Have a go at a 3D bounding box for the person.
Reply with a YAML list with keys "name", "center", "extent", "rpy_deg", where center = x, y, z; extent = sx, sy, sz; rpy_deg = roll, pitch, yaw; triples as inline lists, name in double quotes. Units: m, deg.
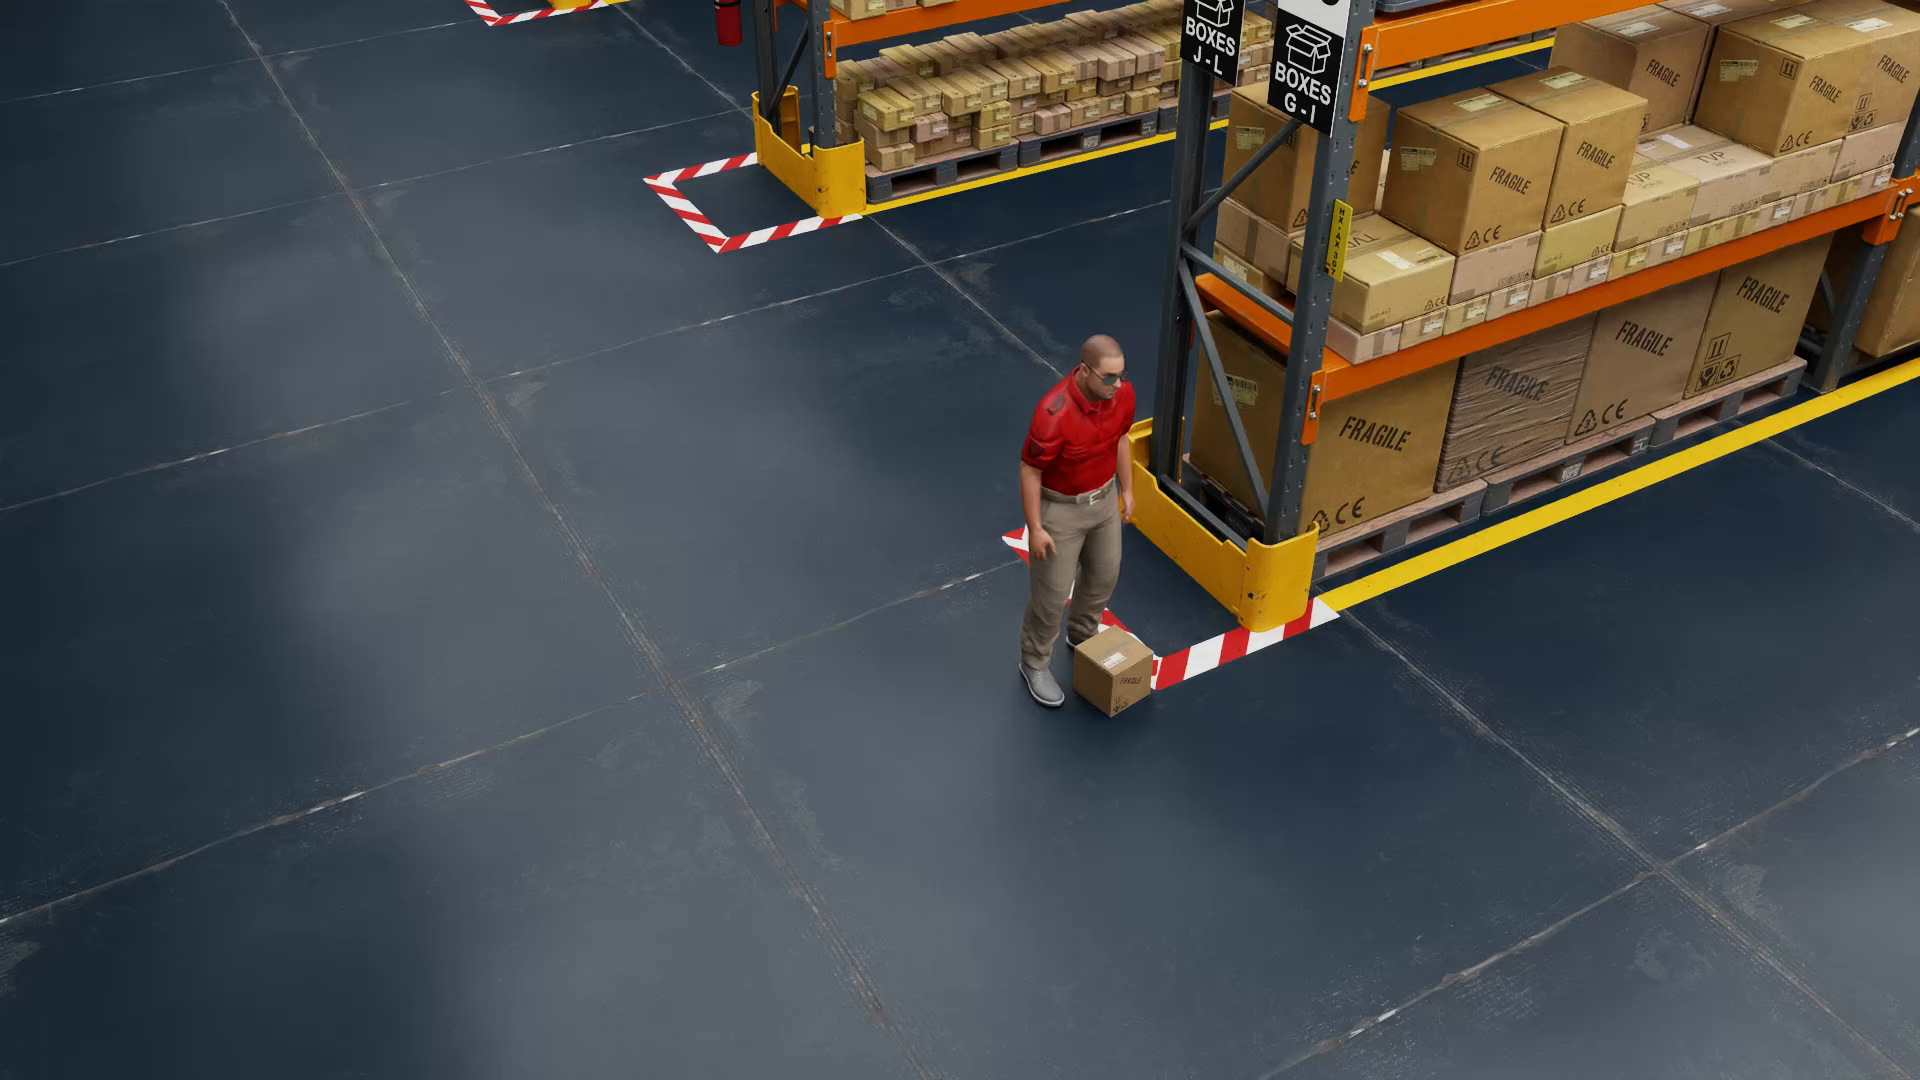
- name: "person"
  center: [0.510, -0.126, 7.110]
  extent: [0.589, 1.726, 0.393]
  rpy_deg: [-25, 43, -29]
